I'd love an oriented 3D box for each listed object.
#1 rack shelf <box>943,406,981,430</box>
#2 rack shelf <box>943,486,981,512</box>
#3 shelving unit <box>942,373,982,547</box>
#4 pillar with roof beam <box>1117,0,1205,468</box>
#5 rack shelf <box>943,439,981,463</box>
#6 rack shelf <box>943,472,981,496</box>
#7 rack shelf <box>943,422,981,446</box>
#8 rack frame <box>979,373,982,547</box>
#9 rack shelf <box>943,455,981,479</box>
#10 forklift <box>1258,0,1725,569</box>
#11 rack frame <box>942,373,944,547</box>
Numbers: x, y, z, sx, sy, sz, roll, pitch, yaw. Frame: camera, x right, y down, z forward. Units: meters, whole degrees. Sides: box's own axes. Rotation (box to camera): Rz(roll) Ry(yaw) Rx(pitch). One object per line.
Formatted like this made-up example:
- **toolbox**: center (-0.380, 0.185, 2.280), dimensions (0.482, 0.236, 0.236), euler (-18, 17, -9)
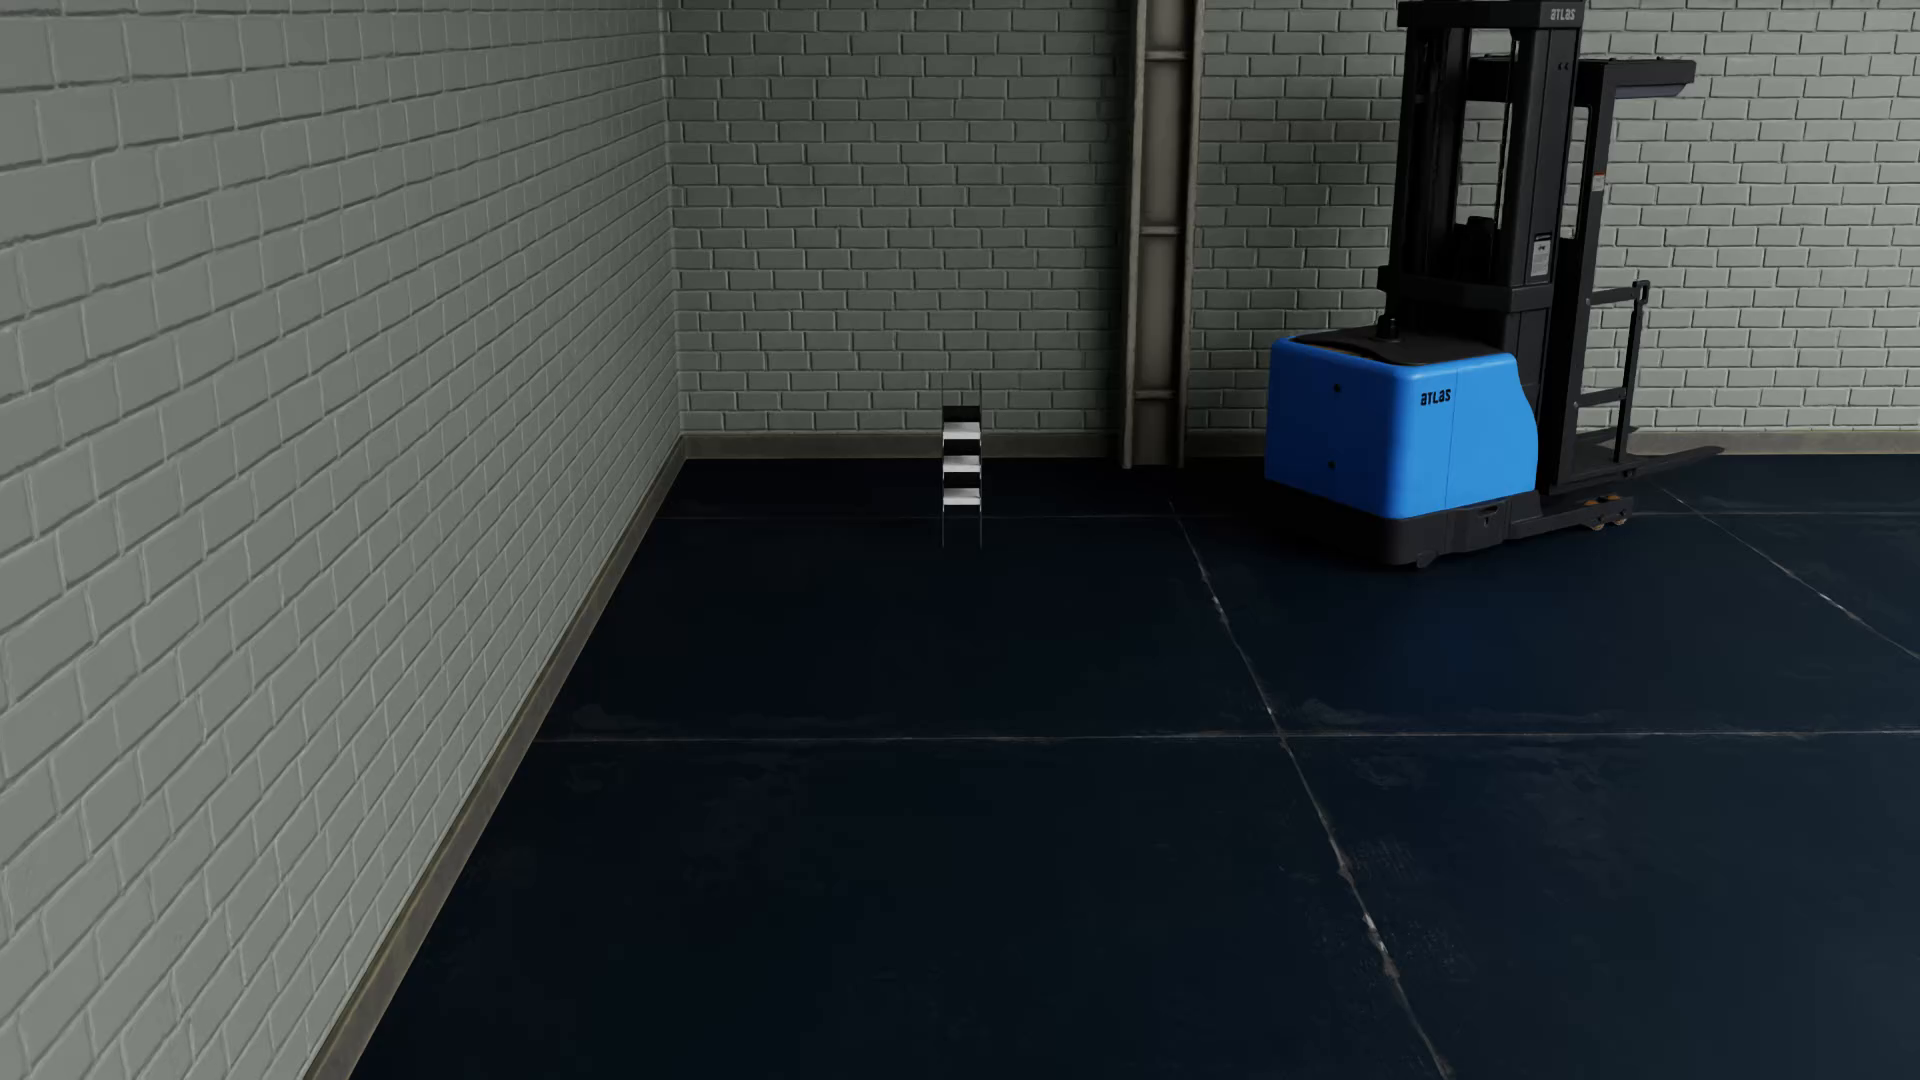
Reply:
- **rack shelf**: center (0.008, -0.654, 8.838), dimensions (0.200, 0.077, 0.258), euler (0, 18, -1)
- **rack shelf**: center (0.008, -0.225, 8.975), dimensions (0.200, 0.077, 0.258), euler (0, 18, -1)
- **shelving unit**: center (0.008, -0.429, 8.910), dimensions (0.210, 0.900, 0.258), euler (0, 18, -1)
- **pillar with roof beam**: center (1.283, -3.468, 5.127), dimensions (0.400, 9.000, 9.100), euler (0, 18, -1)
- **rack shelf**: center (0.008, -0.482, 8.893), dimensions (0.200, 0.077, 0.258), euler (0, 18, -1)
- **rack shelf**: center (0.008, -0.311, 8.948), dimensions (0.200, 0.077, 0.258), euler (0, 18, -1)
- **rack shelf**: center (0.008, -0.568, 8.865), dimensions (0.200, 0.077, 0.258), euler (0, 18, -1)
- **rack frame**: center (0.110, -0.429, 8.912), dimensions (0.006, 0.900, 0.240), euler (0, 18, -1)
- **rack shelf**: center (0.008, -0.397, 8.920), dimensions (0.200, 0.077, 0.258), euler (0, 18, -1)
- **forklift**: center (3.167, -1.571, 9.147), dimensions (3.031, 2.935, 1.130), euler (-11, 21, -31)
- **rack frame**: center (-0.094, -0.428, 8.909), dimensions (0.006, 0.900, 0.240), euler (0, 18, -1)
